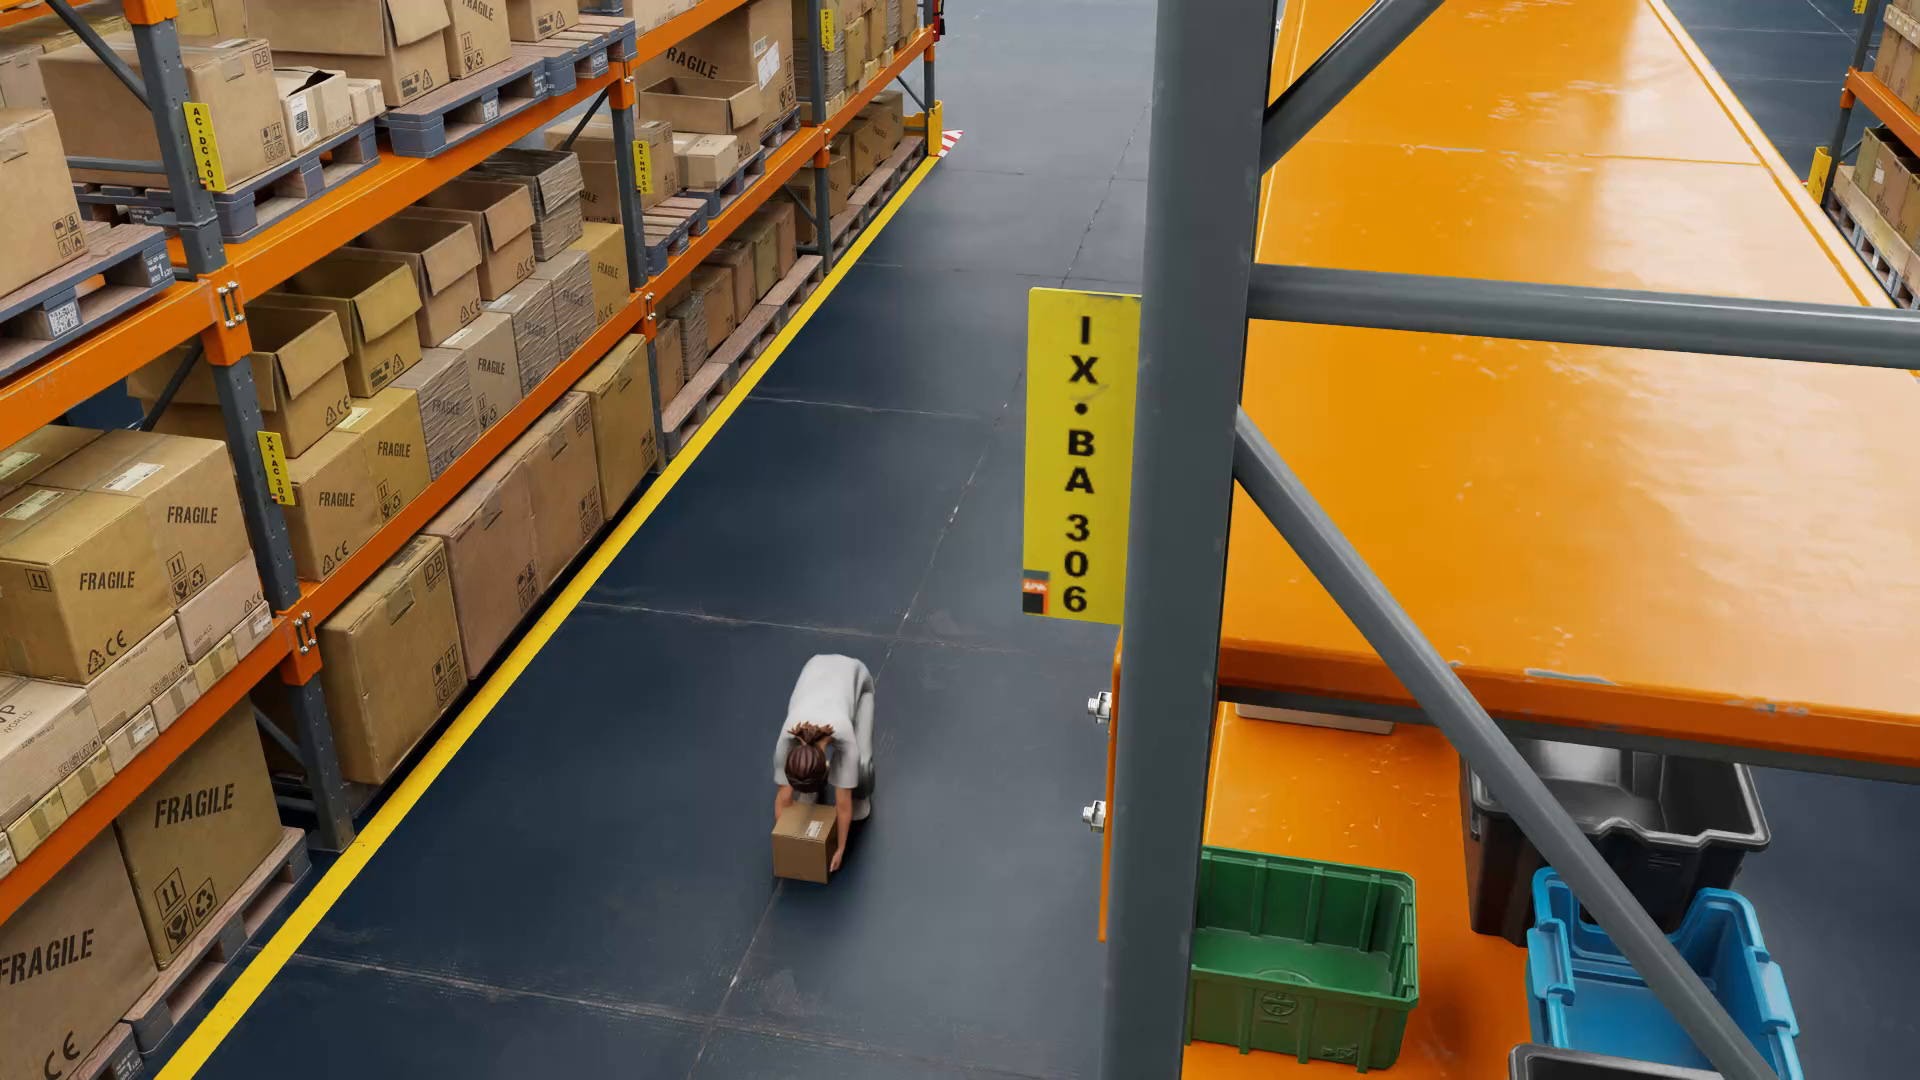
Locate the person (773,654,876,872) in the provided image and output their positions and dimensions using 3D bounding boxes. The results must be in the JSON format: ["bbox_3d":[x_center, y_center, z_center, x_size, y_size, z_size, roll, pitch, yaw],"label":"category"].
[{"bbox_3d":[-0.626,1.019,7.738,0.470,0.785,0.866,5,29,9],"label":"person"}]
